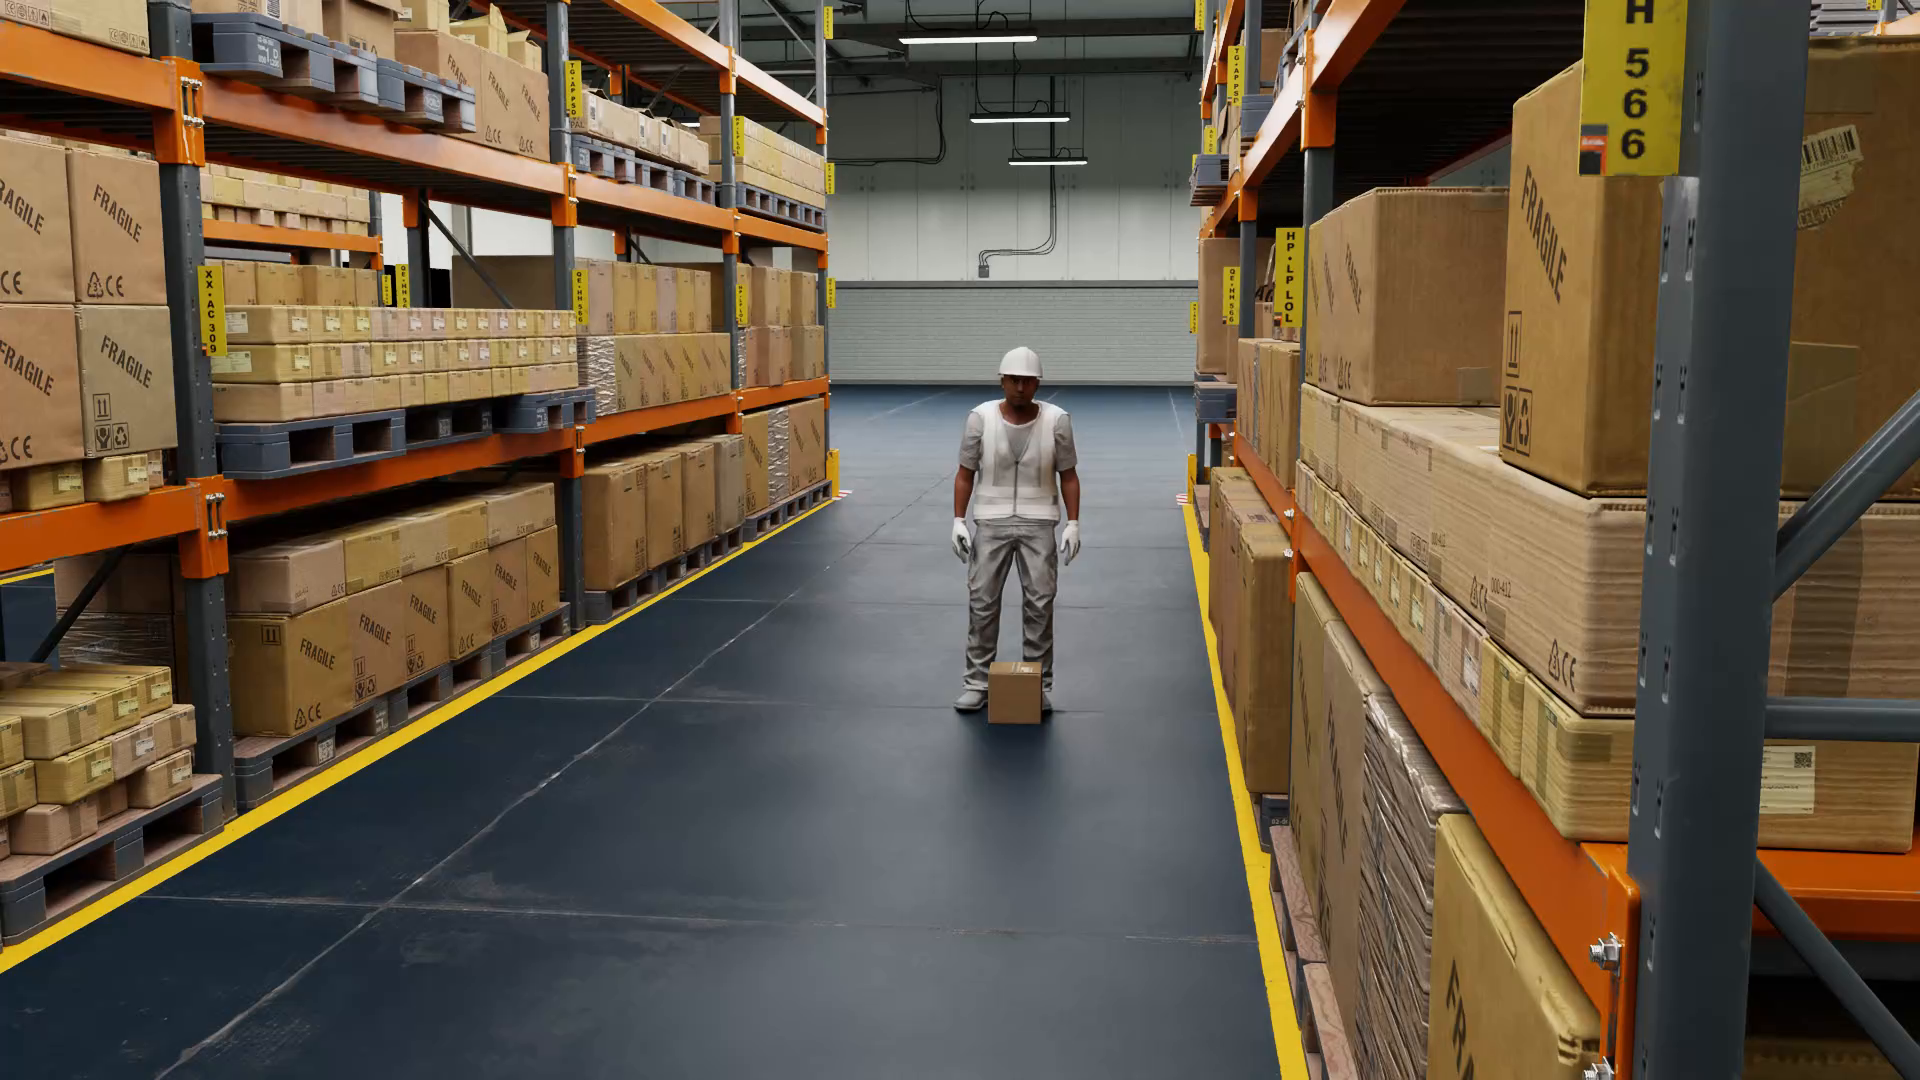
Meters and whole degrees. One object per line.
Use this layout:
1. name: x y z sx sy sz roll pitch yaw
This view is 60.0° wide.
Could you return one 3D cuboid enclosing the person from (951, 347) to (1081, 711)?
1. person: 0.274 -0.051 8.124 0.631 1.776 0.443 0 8 3
